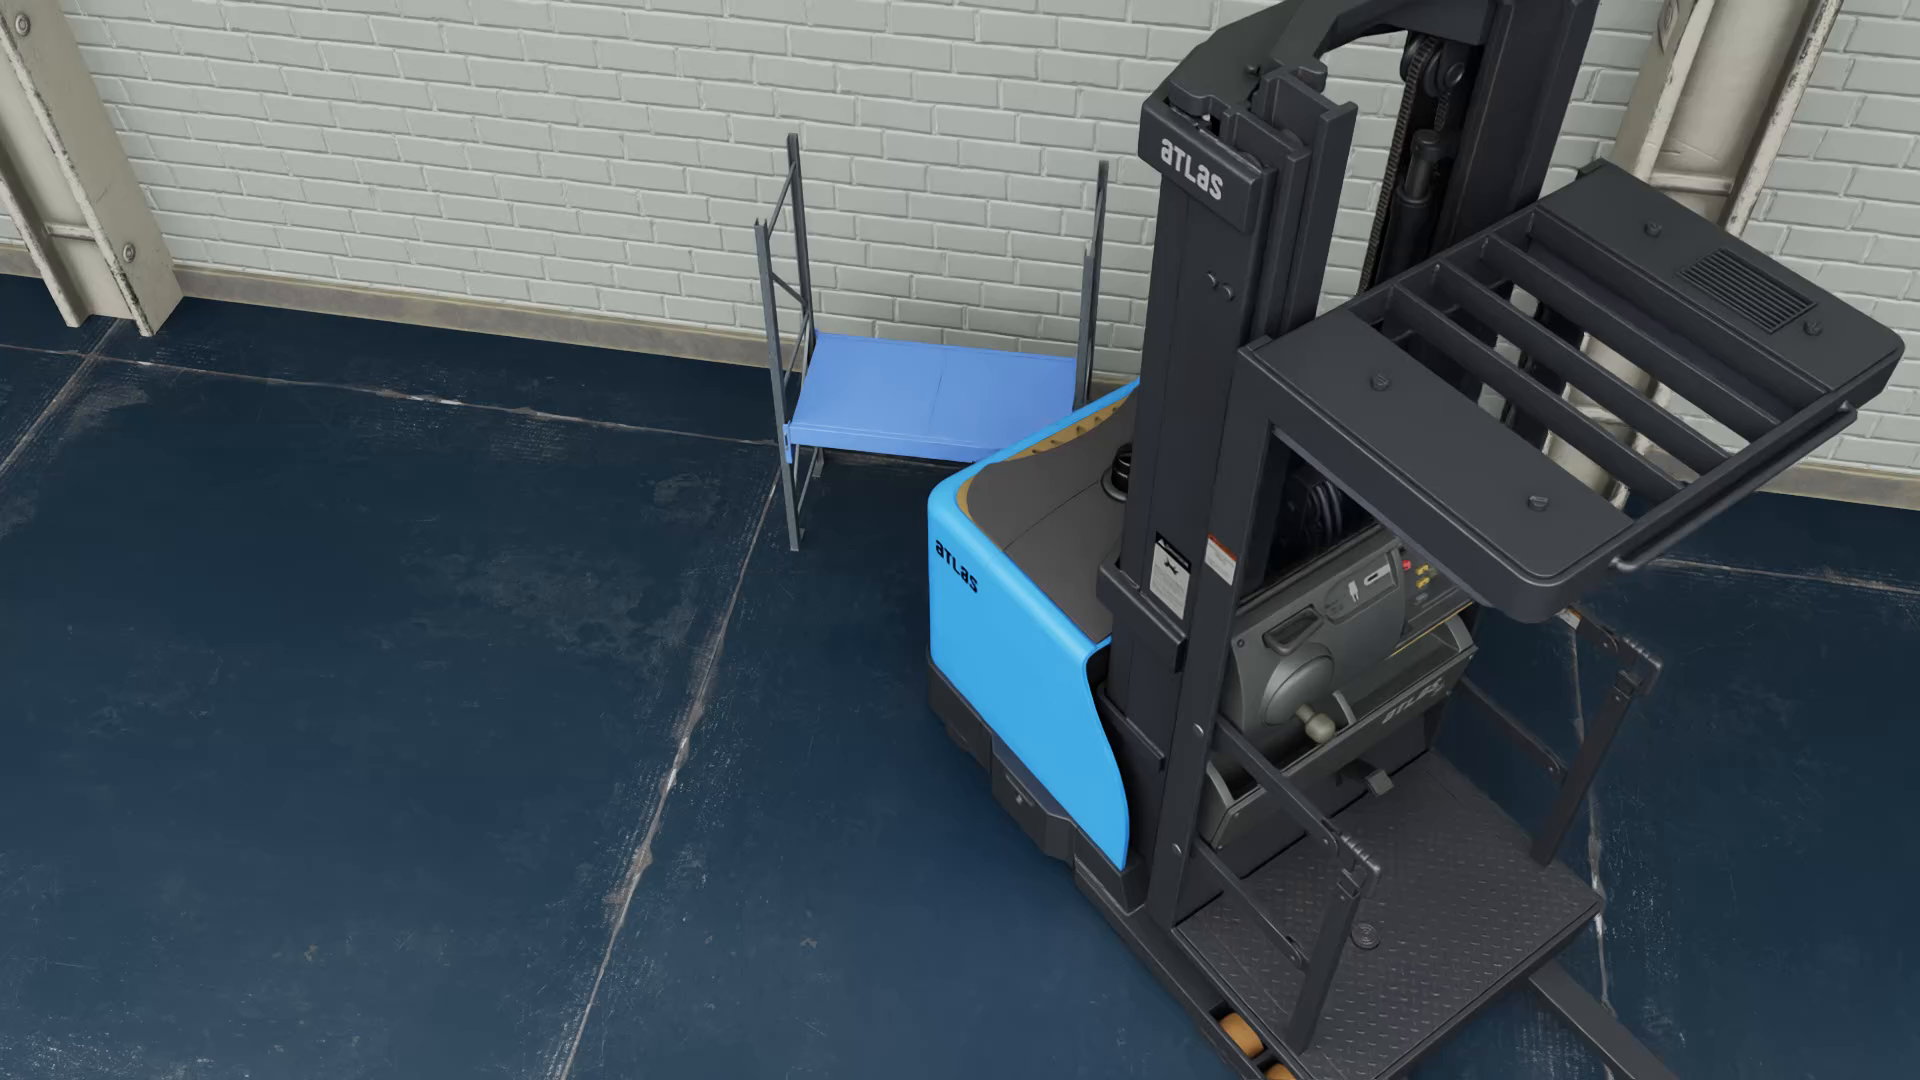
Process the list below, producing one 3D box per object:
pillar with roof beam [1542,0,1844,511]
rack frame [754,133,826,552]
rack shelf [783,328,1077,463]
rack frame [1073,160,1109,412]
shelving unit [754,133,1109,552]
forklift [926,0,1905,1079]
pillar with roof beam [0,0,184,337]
[{"bbox_3d":[1.561,-0.060,0.254,0.400,9.000,9.100,8,49,7],"label":"pillar with roof beam"},{"bbox_3d":[-0.580,-0.643,5.819,0.032,1.500,0.500,6,48,6],"label":"rack frame"},{"bbox_3d":[-0.078,-0.466,5.903,1.000,0.185,0.538,6,48,6],"label":"rack shelf"},{"bbox_3d":[0.425,-0.530,5.718,0.032,1.500,0.500,6,48,6],"label":"rack frame"},{"bbox_3d":[-0.078,-0.587,5.769,1.048,1.500,0.538,6,48,6],"label":"shelving unit"},{"bbox_3d":[1.158,0.263,4.044,1.130,2.935,3.031,-28,54,-23],"label":"forklift"},{"bbox_3d":[-4.343,-0.854,0.967,0.400,9.000,9.100,8,49,7],"label":"pillar with roof beam"}]
